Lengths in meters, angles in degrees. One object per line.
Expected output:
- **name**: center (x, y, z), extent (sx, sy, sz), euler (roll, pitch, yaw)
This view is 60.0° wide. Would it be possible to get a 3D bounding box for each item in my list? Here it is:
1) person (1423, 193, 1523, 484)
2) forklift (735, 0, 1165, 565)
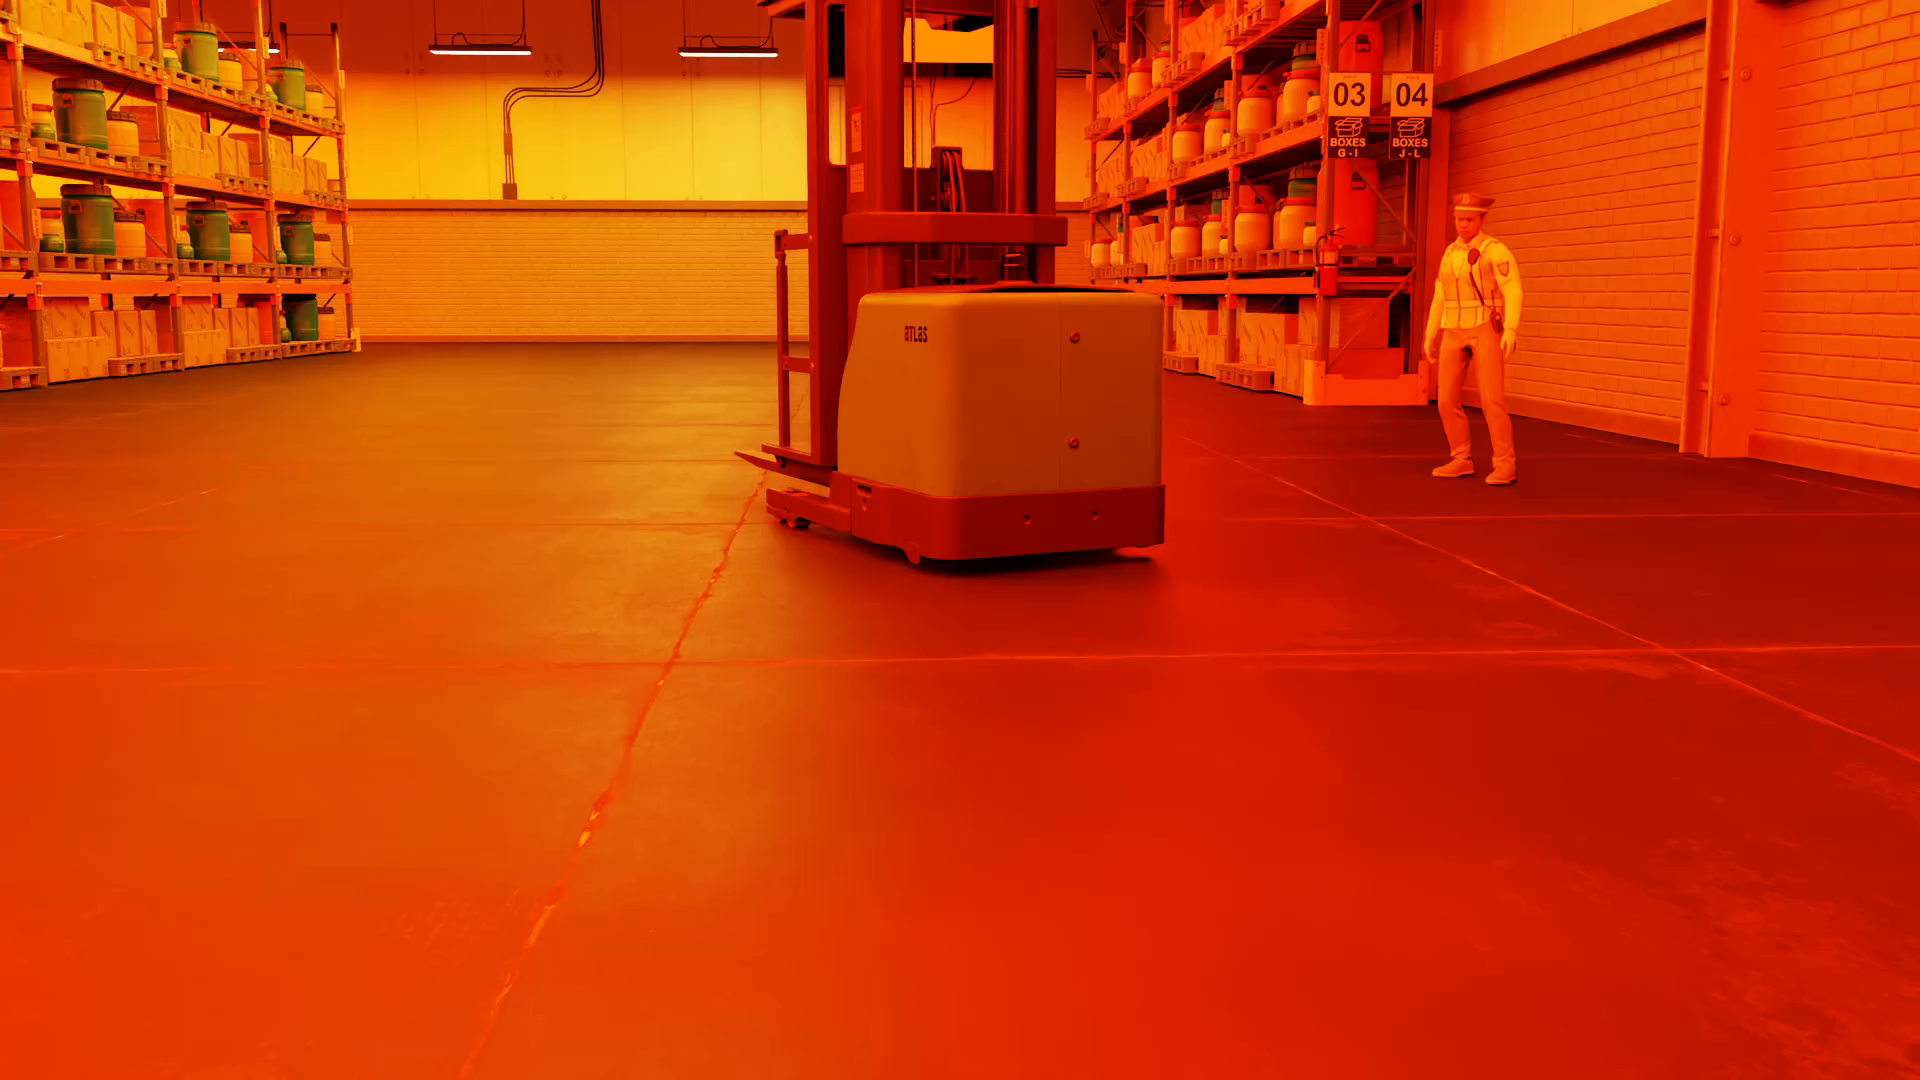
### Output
- **person**: center (2.962, -1.171, 9.626), extent (0.379, 1.642, 0.707), euler (-6, 11, -36)
- **forklift**: center (-0.264, -1.530, 7.637), extent (1.130, 2.935, 3.031), euler (-4, 9, -25)
